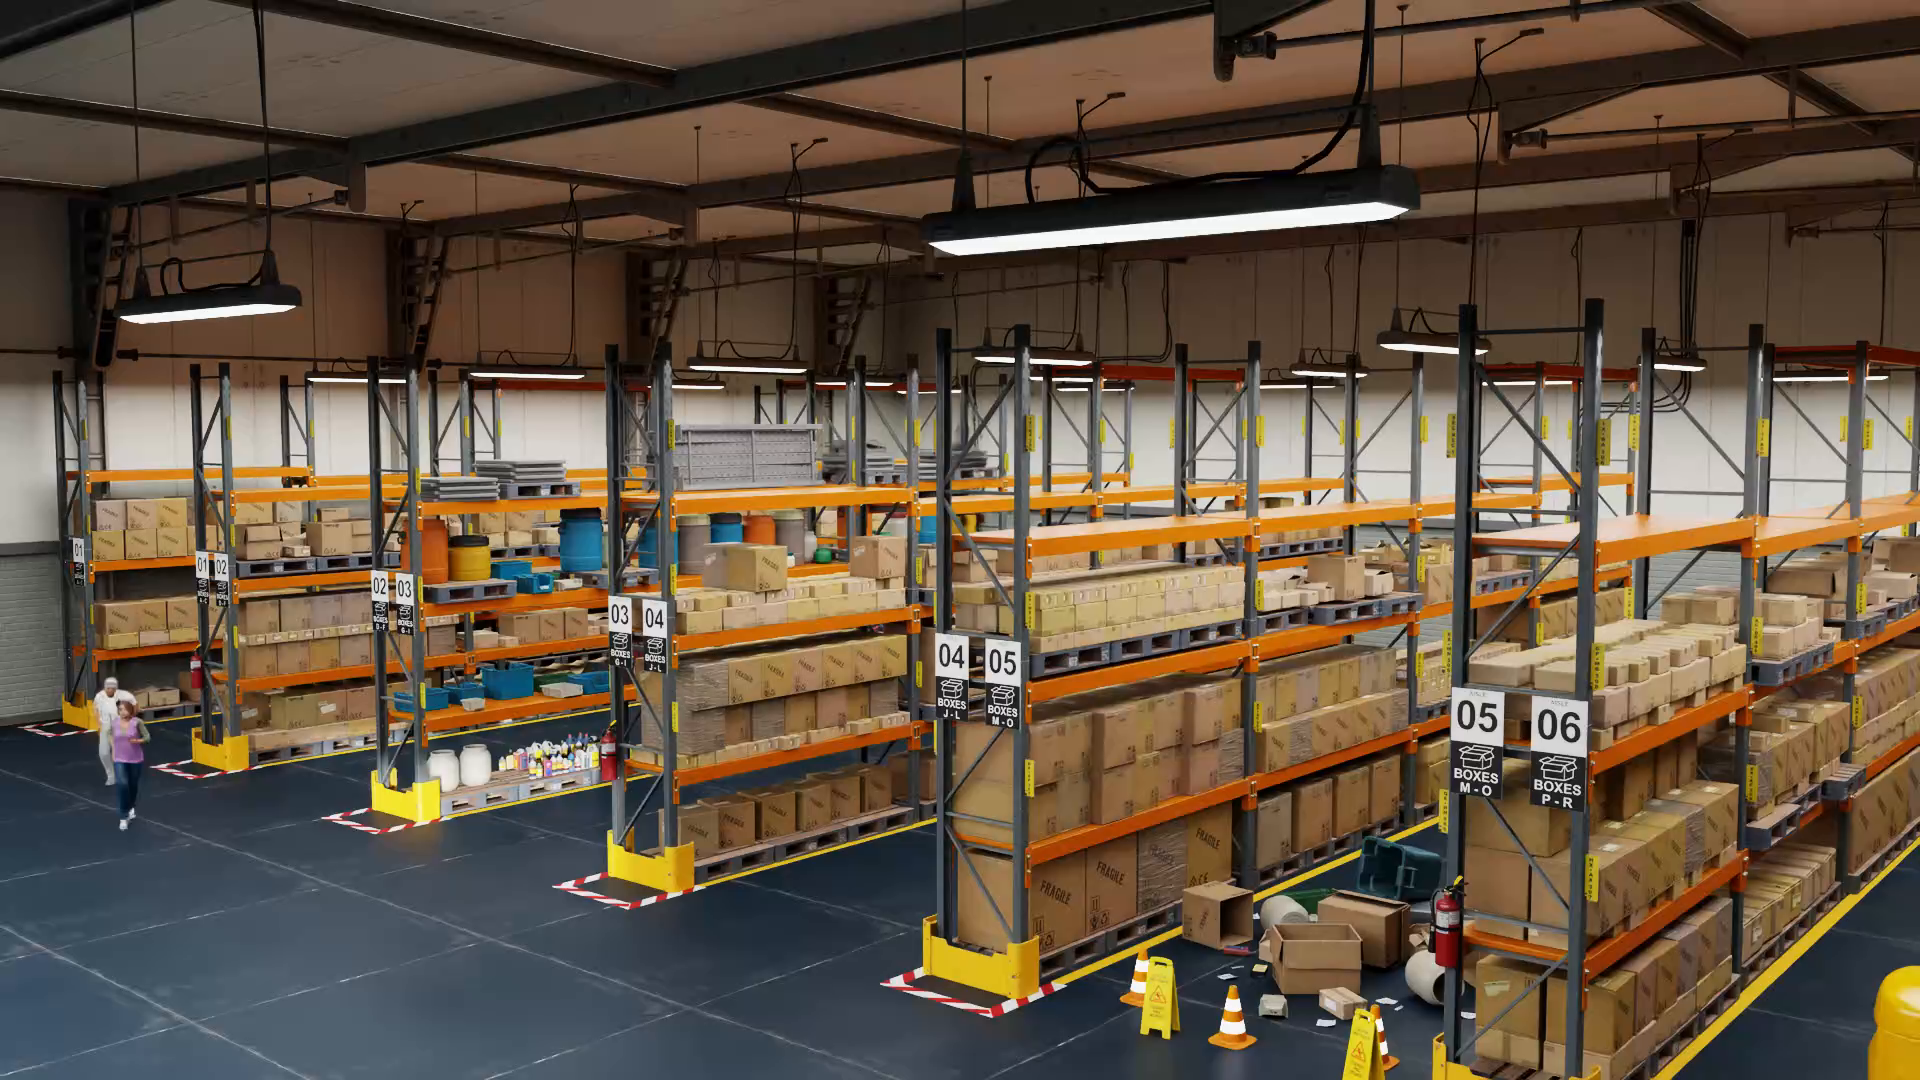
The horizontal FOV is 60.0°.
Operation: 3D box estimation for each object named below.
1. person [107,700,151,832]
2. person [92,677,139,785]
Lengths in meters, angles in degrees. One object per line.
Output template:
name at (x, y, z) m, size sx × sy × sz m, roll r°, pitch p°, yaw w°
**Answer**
person at (-10.570, 2.848, 21.168) m, size 0.510 × 1.650 × 0.723 m, roll -2°, pitch 5°, yaw -24°
person at (-12.030, 2.695, 23.743) m, size 0.600 × 1.561 × 0.898 m, roll -1°, pitch 4°, yaw -14°
